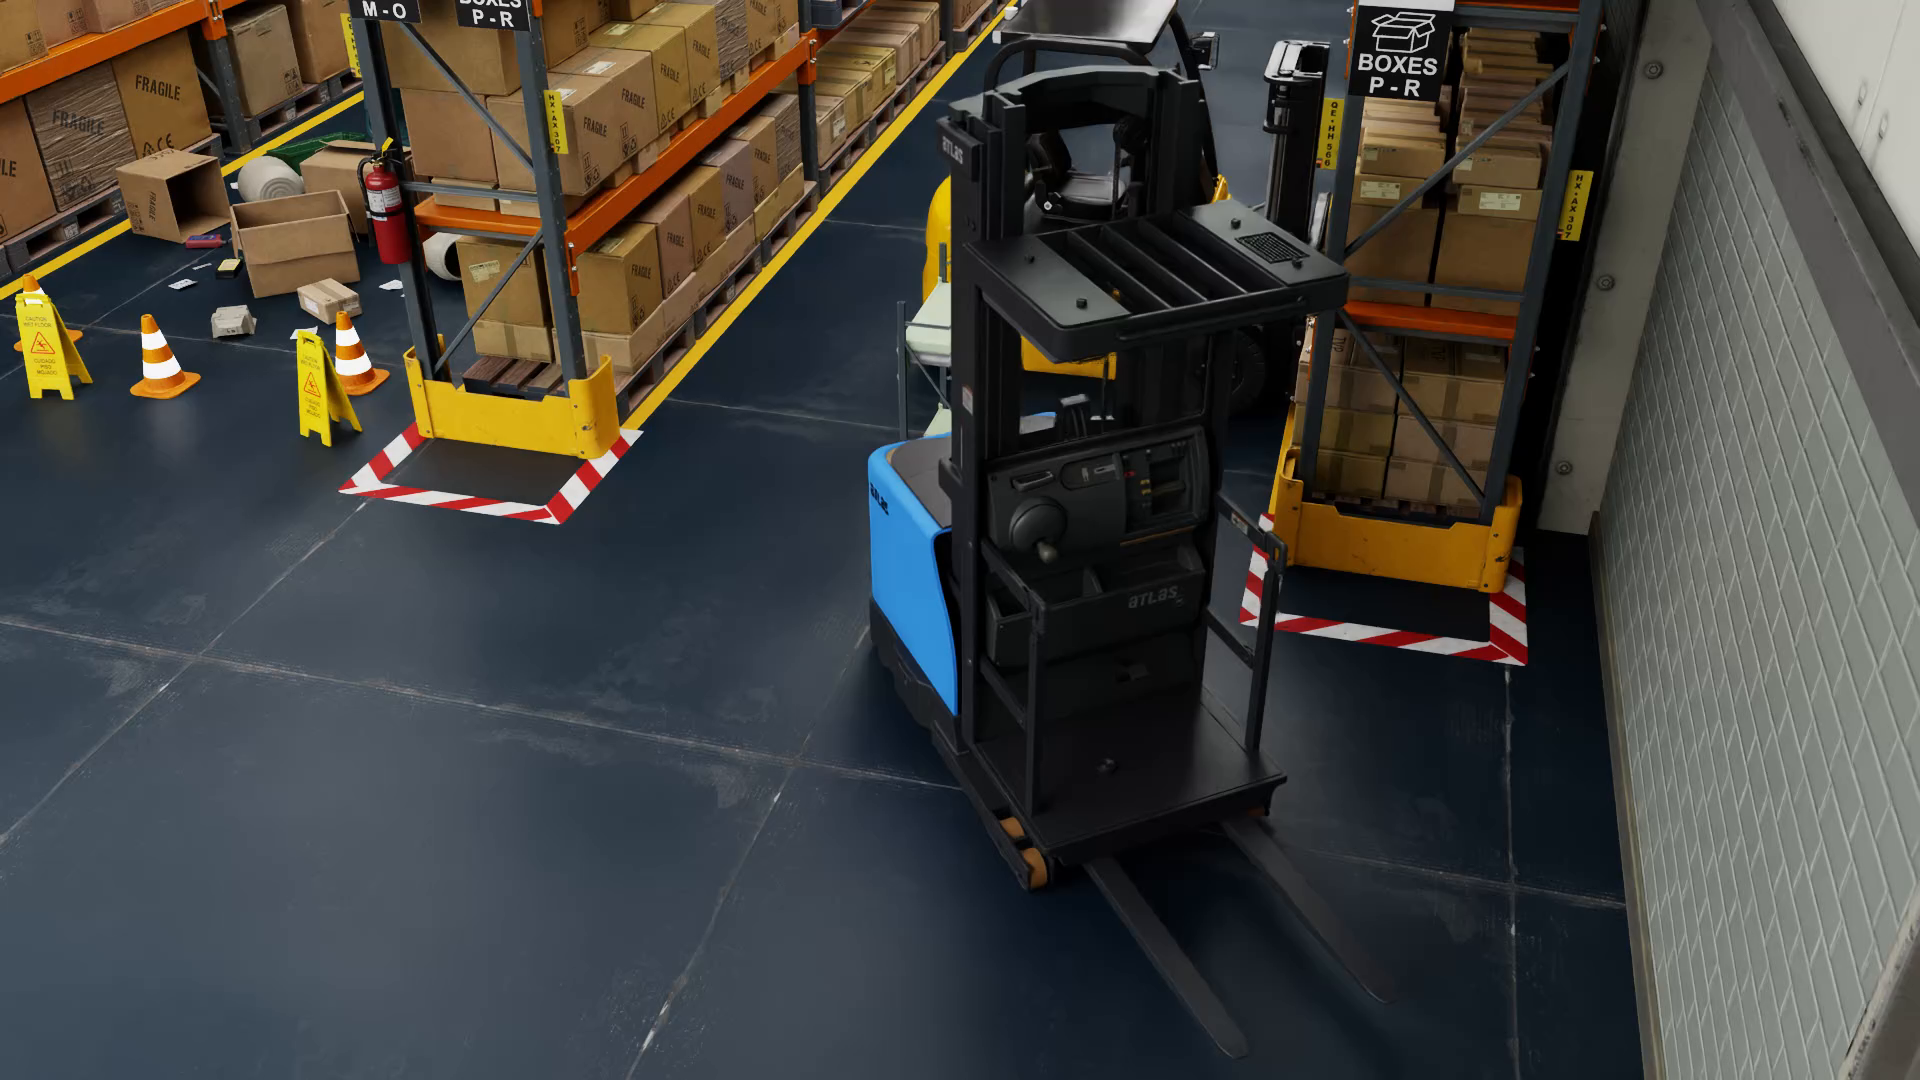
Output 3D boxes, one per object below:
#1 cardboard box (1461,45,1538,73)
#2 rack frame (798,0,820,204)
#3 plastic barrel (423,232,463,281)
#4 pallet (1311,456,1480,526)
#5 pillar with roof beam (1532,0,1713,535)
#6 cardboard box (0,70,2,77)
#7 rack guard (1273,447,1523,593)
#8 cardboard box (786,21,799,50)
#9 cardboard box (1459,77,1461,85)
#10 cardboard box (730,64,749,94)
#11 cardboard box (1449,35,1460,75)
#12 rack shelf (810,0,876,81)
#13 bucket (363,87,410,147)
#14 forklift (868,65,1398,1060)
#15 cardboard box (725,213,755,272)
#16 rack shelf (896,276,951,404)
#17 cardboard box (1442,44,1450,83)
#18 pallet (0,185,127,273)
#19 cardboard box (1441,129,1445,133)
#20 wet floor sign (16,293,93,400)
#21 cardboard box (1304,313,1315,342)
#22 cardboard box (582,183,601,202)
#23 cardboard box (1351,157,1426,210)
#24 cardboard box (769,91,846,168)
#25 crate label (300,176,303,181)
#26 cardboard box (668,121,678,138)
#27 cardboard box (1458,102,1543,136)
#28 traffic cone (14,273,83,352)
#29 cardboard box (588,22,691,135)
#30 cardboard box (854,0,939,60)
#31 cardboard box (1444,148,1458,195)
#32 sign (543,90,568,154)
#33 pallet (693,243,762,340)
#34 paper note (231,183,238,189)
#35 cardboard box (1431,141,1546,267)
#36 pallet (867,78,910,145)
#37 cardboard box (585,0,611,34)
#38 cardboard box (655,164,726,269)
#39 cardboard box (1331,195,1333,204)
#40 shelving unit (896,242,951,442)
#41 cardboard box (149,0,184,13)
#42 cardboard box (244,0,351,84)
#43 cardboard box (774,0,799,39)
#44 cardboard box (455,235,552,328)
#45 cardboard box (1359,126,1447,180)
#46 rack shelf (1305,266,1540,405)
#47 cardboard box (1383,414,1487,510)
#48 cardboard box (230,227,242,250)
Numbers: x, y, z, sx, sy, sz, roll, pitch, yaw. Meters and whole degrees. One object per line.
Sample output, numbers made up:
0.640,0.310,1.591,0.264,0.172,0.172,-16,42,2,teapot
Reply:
2.919,-2.558,9.003,0.380,0.149,0.250,8,33,13,cardboard box
-1.580,-3.922,12.124,1.000,3.000,0.127,8,33,12,rack frame
-3.536,-2.037,11.560,0.421,0.421,0.512,-21,38,-29,plastic barrel
2.360,-0.398,9.180,1.003,0.211,1.213,8,33,12,pallet
-0.909,-4.529,7.486,9.100,9.000,0.400,8,33,12,pillar with roof beam
-6.977,-3.292,10.992,0.875,0.550,0.550,8,33,12,cardboard box
2.201,-0.105,8.449,1.175,0.500,0.348,8,33,12,rack guard
-1.367,-3.608,11.863,0.380,0.149,0.250,8,33,12,cardboard box
2.998,-2.563,9.287,0.380,0.149,0.250,7,33,11,cardboard box
-1.622,-3.080,11.033,0.380,0.149,0.250,8,33,12,cardboard box
3.239,-2.762,10.206,0.500,0.500,0.500,8,33,13,cardboard box
-1.073,-4.656,13.949,1.077,0.370,4.000,8,33,12,rack shelf
-4.198,-3.419,12.967,0.726,0.611,0.620,20,28,29,bucket
0.626,-0.118,6.204,1.130,2.935,3.031,-13,35,-20,forklift
-1.729,-2.055,11.358,0.500,0.250,0.500,9,33,13,cardboard box
-0.002,-0.959,8.133,0.431,0.370,0.720,8,33,12,rack shelf
2.477,-2.625,9.109,0.380,0.149,0.250,8,33,13,cardboard box
-6.970,-2.348,12.246,1.003,0.211,1.213,8,33,12,pallet
2.348,-2.040,9.069,0.500,0.500,0.500,7,33,11,cardboard box
-5.501,-1.190,10.020,0.267,0.644,0.232,3,33,4,wet floor sign
2.146,-1.159,9.016,0.500,0.250,0.500,9,33,13,cardboard box
-2.259,-2.021,9.368,0.380,0.149,0.250,9,33,13,cardboard box
2.024,-1.707,7.941,0.380,0.149,0.250,8,33,13,cardboard box
-1.450,-3.263,13.145,0.950,0.372,0.625,8,33,13,cardboard box
-5.014,-2.770,12.980,0.298,0.136,0.250,-14,35,-21,crate label
-1.962,-2.558,10.211,0.380,0.149,0.250,9,34,14,cardboard box
2.651,-2.029,8.171,0.380,0.149,0.250,9,33,13,cardboard box
-5.901,-1.480,10.646,0.336,0.463,0.334,8,33,12,traffic cone
-1.951,-2.756,9.919,0.500,0.500,0.500,7,33,11,cardboard box
-0.718,-4.774,15.522,0.950,0.372,0.625,6,33,9,cardboard box
2.545,-1.766,8.034,0.380,0.149,0.250,8,33,12,cardboard box
-2.071,-2.138,8.510,0.100,0.325,0.005,8,33,12,sign
-2.024,-1.757,11.317,1.003,0.211,1.213,8,33,12,pallet
-5.689,-2.819,13.155,0.147,0.020,0.142,-14,35,-21,paper note
2.712,-1.707,8.547,0.500,0.500,0.500,9,34,14,cardboard box
-1.077,-3.785,14.506,1.003,0.211,1.213,8,33,12,pallet
-2.511,-3.271,9.797,0.700,0.500,0.500,8,33,12,cardboard box
-1.854,-2.104,10.736,0.500,0.500,0.500,9,33,13,cardboard box
2.656,-2.215,10.677,0.500,0.250,0.500,8,33,12,cardboard box
-0.002,-0.629,8.342,0.431,1.500,0.755,8,33,12,shelving unit
-6.476,-4.414,12.757,0.875,0.550,0.550,8,33,12,cardboard box
-6.075,-4.606,14.905,1.050,0.750,0.750,8,33,12,cardboard box
-1.453,-3.825,11.601,0.500,0.500,0.500,7,33,11,cardboard box
-2.644,-1.631,9.992,0.500,0.500,0.500,8,33,13,cardboard box
2.094,-1.829,7.855,0.380,0.149,0.250,8,33,12,cardboard box
2.714,-1.907,9.624,1.077,0.370,4.000,8,33,12,rack shelf
2.520,-0.418,8.782,0.500,0.250,0.500,8,33,13,cardboard box
-5.049,-2.247,12.037,0.396,0.266,0.258,14,35,21,cardboard box
